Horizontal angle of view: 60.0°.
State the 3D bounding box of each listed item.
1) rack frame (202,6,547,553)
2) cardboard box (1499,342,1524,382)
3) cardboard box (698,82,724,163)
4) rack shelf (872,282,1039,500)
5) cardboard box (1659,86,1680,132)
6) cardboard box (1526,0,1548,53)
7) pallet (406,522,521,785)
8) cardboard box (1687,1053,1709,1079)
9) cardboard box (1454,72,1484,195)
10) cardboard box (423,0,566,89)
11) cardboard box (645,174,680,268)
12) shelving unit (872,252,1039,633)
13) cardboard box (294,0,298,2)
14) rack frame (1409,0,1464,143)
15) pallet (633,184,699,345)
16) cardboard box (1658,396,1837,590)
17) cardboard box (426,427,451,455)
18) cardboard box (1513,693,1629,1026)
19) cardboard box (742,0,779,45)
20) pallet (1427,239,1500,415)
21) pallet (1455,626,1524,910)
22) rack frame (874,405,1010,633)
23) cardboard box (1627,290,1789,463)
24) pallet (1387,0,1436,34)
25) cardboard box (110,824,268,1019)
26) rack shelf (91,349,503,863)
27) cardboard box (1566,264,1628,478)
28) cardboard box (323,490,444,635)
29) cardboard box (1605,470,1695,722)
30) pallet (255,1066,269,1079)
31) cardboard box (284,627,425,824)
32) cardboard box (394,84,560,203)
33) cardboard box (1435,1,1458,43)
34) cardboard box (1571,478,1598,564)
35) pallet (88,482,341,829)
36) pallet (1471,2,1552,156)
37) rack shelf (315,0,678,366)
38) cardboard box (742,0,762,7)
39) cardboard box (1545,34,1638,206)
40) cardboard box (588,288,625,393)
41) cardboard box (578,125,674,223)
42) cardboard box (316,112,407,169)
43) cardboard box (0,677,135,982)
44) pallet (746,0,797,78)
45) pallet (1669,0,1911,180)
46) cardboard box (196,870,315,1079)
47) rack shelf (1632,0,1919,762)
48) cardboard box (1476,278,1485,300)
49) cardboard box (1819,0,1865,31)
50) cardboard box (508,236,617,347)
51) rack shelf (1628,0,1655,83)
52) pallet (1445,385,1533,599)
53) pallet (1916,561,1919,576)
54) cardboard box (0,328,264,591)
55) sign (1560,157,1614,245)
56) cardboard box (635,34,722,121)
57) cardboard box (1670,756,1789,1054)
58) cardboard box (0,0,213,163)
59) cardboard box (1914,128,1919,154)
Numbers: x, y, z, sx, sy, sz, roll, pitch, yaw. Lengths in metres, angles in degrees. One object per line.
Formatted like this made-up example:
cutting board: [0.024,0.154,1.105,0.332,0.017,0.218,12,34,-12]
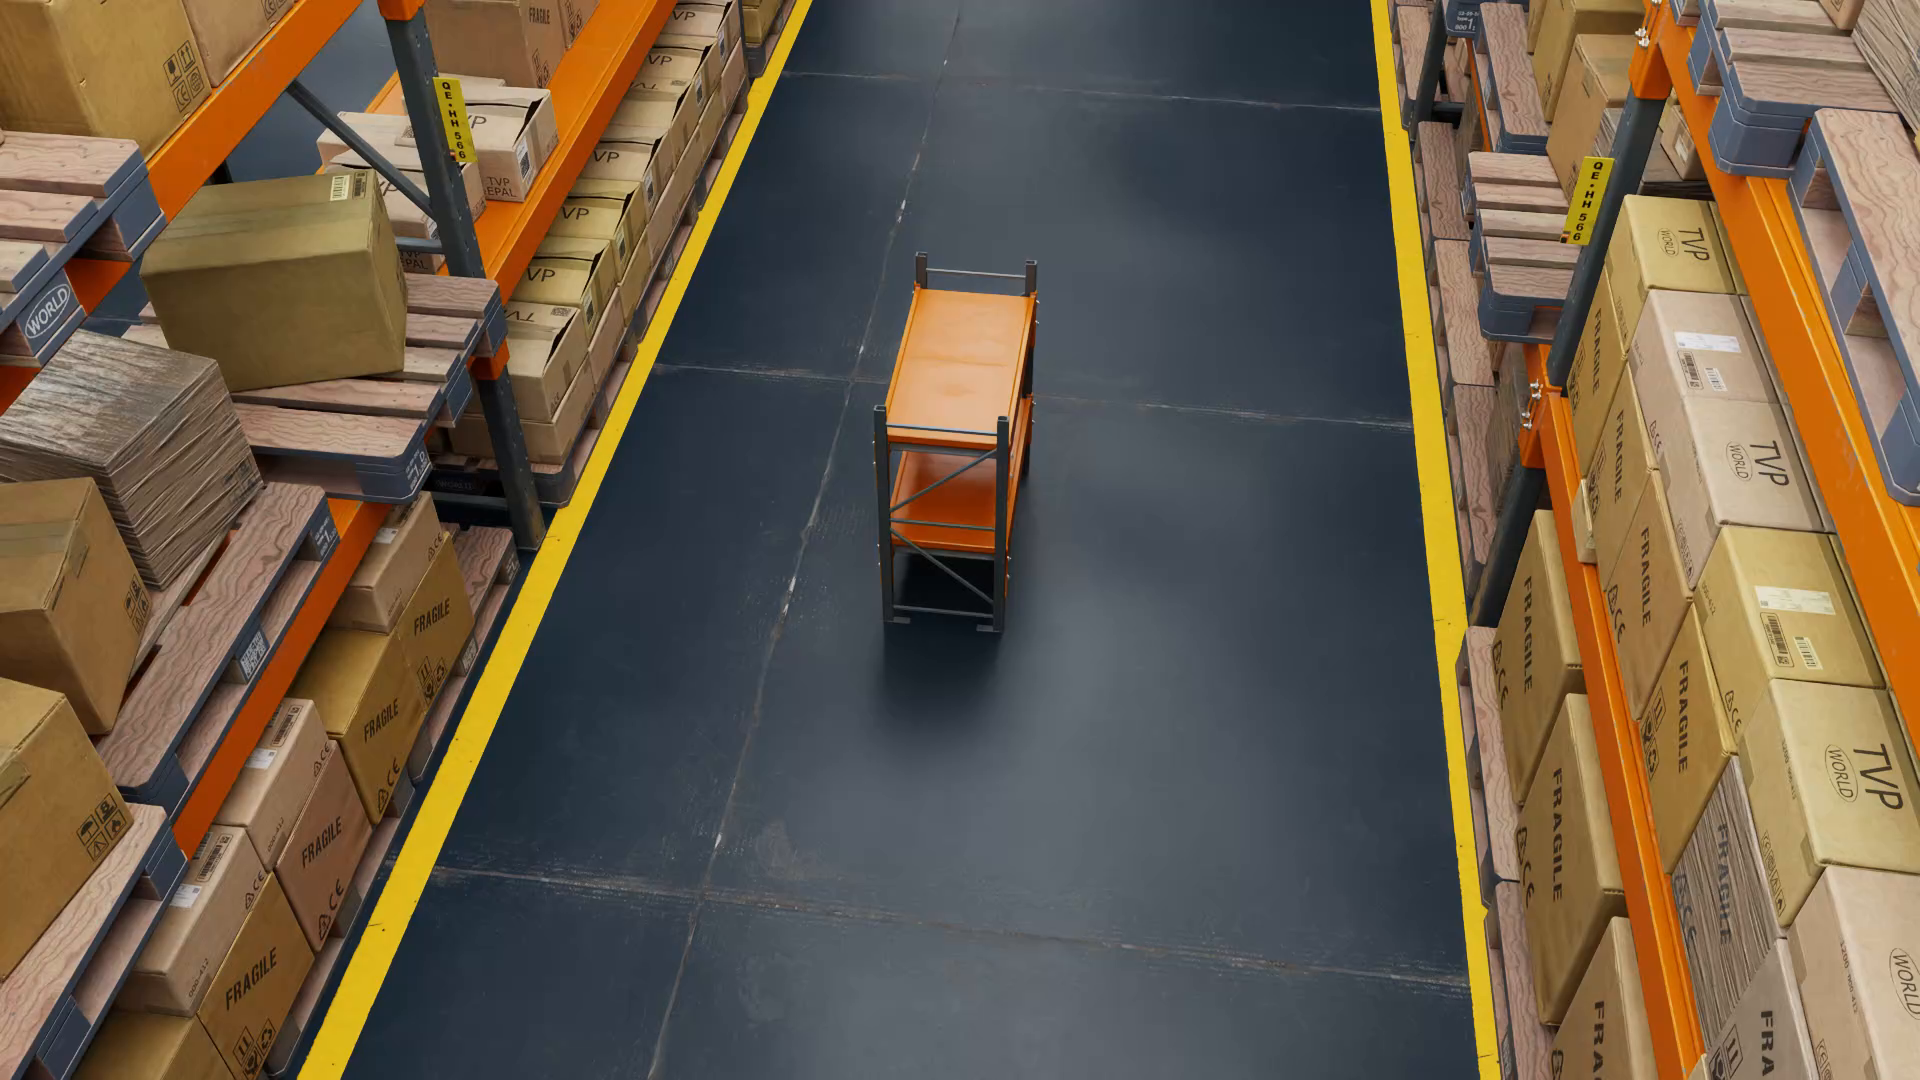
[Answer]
rack frame: [-2.313,-1.123,6.254,1.000,3.000,0.127,5,44,6]
cardboard box: [2.825,-0.763,7.372,0.700,0.500,0.500,5,44,5]
cardboard box: [-1.620,-2.349,9.244,0.500,0.250,0.500,5,44,5]
rack shelf: [-0.001,-0.616,6.657,0.538,0.278,1.000,5,44,6]
cardboard box: [2.641,-1.565,5.857,0.380,0.149,0.250,-1,43,-2]
cardboard box: [2.888,-2.421,7.233,0.700,0.500,0.500,11,45,11]
pallet: [-2.449,0.395,6.679,1.003,0.211,1.213,5,44,6]
cardboard box: [1.899,1.347,3.814,0.380,0.149,0.250,5,44,6]
cardboard box: [3.046,-2.150,8.837,0.700,0.500,0.500,7,44,7]
cardboard box: [-2.107,-2.304,7.429,0.500,0.500,0.500,3,44,3]
cardboard box: [-1.756,-1.654,8.509,0.500,0.250,0.500,6,44,6]
shelving unit: [-0.001,-0.404,6.858,0.538,1.125,1.048,5,44,6]
cardboard box: [-2.337,-1.948,4.871,0.910,0.500,0.500,5,44,6]
rack frame: [3.127,-3.401,8.660,1.000,3.000,0.127,5,44,6]
pallet: [-2.002,-1.497,8.677,1.003,0.211,1.213,5,44,6]
cardboard box: [2.150,-0.105,4.331,0.500,0.250,0.500,6,44,6]
cardboard box: [-2.485,-0.657,7.457,0.500,0.250,0.500,6,44,7]
cardboard box: [2.248,1.039,5.229,0.750,0.750,0.750,5,44,5]
cardboard box: [-1.422,-3.291,10.239,0.500,0.250,0.500,5,44,6]
pallet: [2.866,-1.024,8.178,1.003,0.211,1.213,5,44,6]
pallet: [2.419,0.868,6.180,1.003,0.211,1.213,5,44,6]
rack frame: [-0.068,-0.057,6.492,0.500,1.125,0.032,5,44,6]
cardboard box: [2.212,-0.446,4.691,0.500,0.250,0.500,5,44,5]
pallet: [3.339,-3.683,10.986,1.003,0.211,1.213,5,44,6]
cardboard box: [-2.404,1.090,4.870,0.500,0.250,0.500,5,44,6]
rack shelf: [-2.577,0.502,5.062,1.077,0.370,4.000,5,44,6]
cardboard box: [2.280,-0.519,5.312,0.500,0.500,0.500,6,44,7]
cardboard box: [-2.207,0.051,5.968,0.500,0.250,0.500,7,44,7]
cardboard box: [2.135,0.176,4.579,0.500,0.500,0.500,5,44,5]
pallet: [-2.772,2.058,4.923,1.003,0.211,1.213,5,44,6]
cardboard box: [-2.273,0.637,5.894,0.500,0.500,0.500,4,44,4]
cardboard box: [-2.003,-1.682,6.910,0.500,0.311,0.500,5,44,5]
cardboard box: [3.224,-3.364,10.119,0.500,0.500,0.500,2,43,2]
cardboard box: [2.164,-0.043,5.282,0.380,0.149,0.250,6,44,7]
pallet: [-2.565,0.273,4.920,1.003,0.211,1.213,5,44,6]
pallet: [2.819,-1.958,7.276,1.003,0.211,1.213,5,44,6]
rack shelf: [-2.049,-2.224,7.941,1.077,0.370,4.000,5,44,6]
cardboard box: [-1.412,-3.563,9.980,0.500,0.500,0.500,5,44,6]
cardboard box: [2.697,-1.575,6.340,0.700,0.500,0.500,1,43,2]
cardboard box: [-1.887,-0.950,7.766,0.500,0.250,0.500,4,44,4]
cardboard box: [-1.754,-1.867,8.327,0.500,0.311,0.500,5,44,5]
cardboard box: [-2.468,-1.669,7.014,0.380,0.149,0.250,5,44,6]
cardboard box: [-2.529,0.638,4.017,0.700,0.500,0.500,12,45,12]
pallet: [-1.637,-3.374,10.660,1.003,0.211,1.213,5,44,6]
pallet: [2.565,-1.252,4.346,1.213,0.211,1.003,7,44,7]
cardboard box: [-2.403,1.339,5.152,0.500,0.500,0.500,6,44,6]
rack shelf: [2.333,-0.140,3.558,1.077,0.370,4.000,5,44,6]
cardboard box: [2.920,-1.449,8.097,0.700,0.500,0.500,6,44,6]
cardboard box: [2.592,-1.631,4.216,0.700,0.500,0.500,2,43,2]
cardboard box: [-1.892,-1.169,7.590,0.500,0.311,0.500,4,44,4]
rack shelf: [2.862,-2.866,6.437,1.077,0.370,4.000,5,44,6]
pallet: [2.703,-0.195,7.302,1.003,0.211,1.213,5,44,6]
pallet: [2.141,0.402,2.601,0.805,0.209,1.217,4,44,4]
cardboard box: [-2.595,-0.266,4.971,0.700,0.500,0.500,13,45,13]
sign: [2.059,-1.109,5.456,0.100,0.325,0.005,5,44,6]
cardboard box: [-1.616,-2.549,9.047,0.500,0.311,0.500,6,44,7]
cardboard box: [2.013,0.872,3.844,0.500,0.500,0.500,5,44,6]
cardboard box: [-2.473,-1.246,4.130,0.910,0.500,0.500,5,44,6]
cardboard box: [2.487,-0.883,3.426,0.700,0.500,0.500,7,44,8]
